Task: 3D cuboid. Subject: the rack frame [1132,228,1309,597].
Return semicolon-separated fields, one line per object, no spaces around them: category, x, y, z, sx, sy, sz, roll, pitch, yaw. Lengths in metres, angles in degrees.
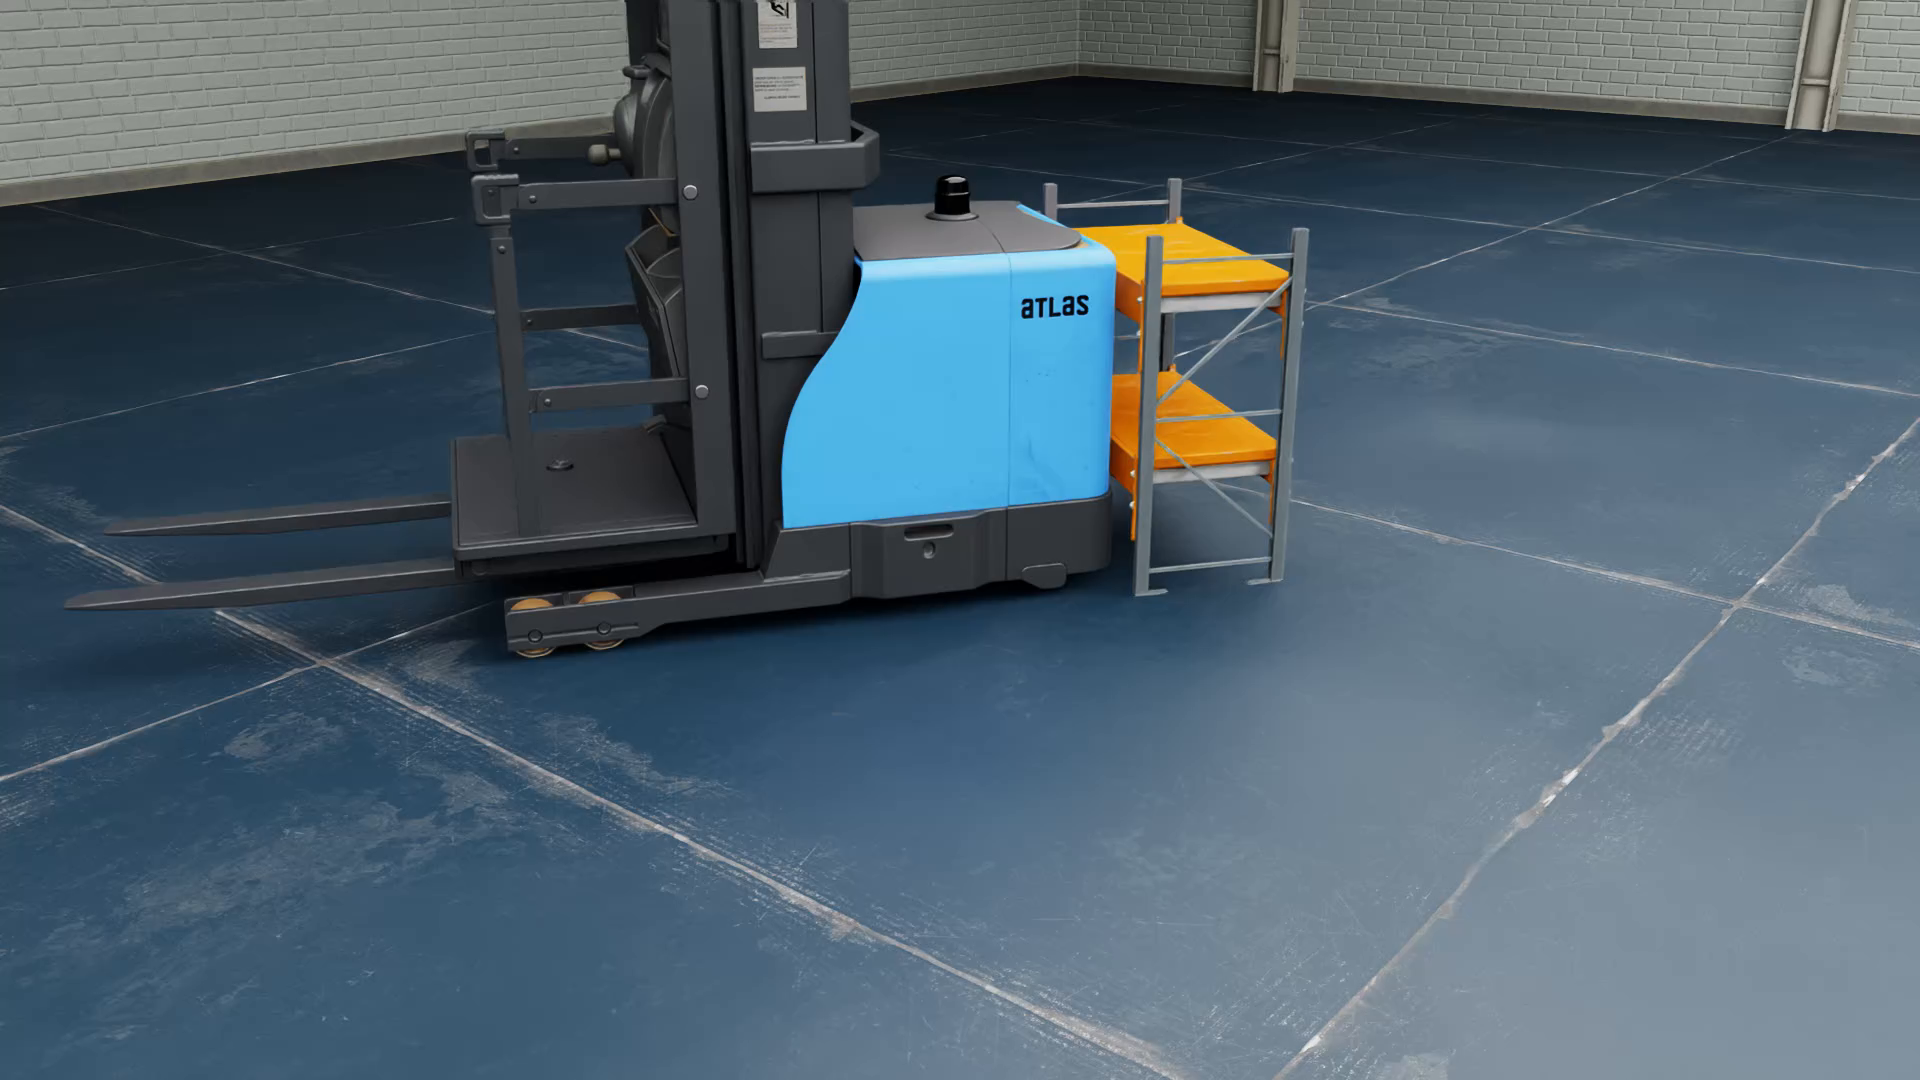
rack frame;0.786;-0.375;5.067;0.500;1.125;0.032;-5;21;-13

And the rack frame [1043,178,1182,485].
rack frame;0.533;-0.722;5.989;0.500;1.125;0.032;-5;21;-13

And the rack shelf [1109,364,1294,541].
rack shelf;0.659;-0.320;5.614;0.538;0.278;1.000;-5;21;-13

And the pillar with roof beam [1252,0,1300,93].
pillar with roof beam;1.047;-8.446;15.311;0.400;9.000;9.100;16;26;36

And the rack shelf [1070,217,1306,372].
rack shelf;0.660;-0.822;5.425;0.538;0.278;1.000;-5;21;-13

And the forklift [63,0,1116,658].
forklift;-1.096;-1.241;4.806;3.031;2.935;1.130;-6;21;-15

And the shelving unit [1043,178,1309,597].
shelving unit;0.659;-0.548;5.528;0.538;1.125;1.048;-5;21;-13

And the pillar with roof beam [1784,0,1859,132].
pillar with roof beam;5.695;-7.107;11.761;0.400;9.000;9.100;16;26;36
